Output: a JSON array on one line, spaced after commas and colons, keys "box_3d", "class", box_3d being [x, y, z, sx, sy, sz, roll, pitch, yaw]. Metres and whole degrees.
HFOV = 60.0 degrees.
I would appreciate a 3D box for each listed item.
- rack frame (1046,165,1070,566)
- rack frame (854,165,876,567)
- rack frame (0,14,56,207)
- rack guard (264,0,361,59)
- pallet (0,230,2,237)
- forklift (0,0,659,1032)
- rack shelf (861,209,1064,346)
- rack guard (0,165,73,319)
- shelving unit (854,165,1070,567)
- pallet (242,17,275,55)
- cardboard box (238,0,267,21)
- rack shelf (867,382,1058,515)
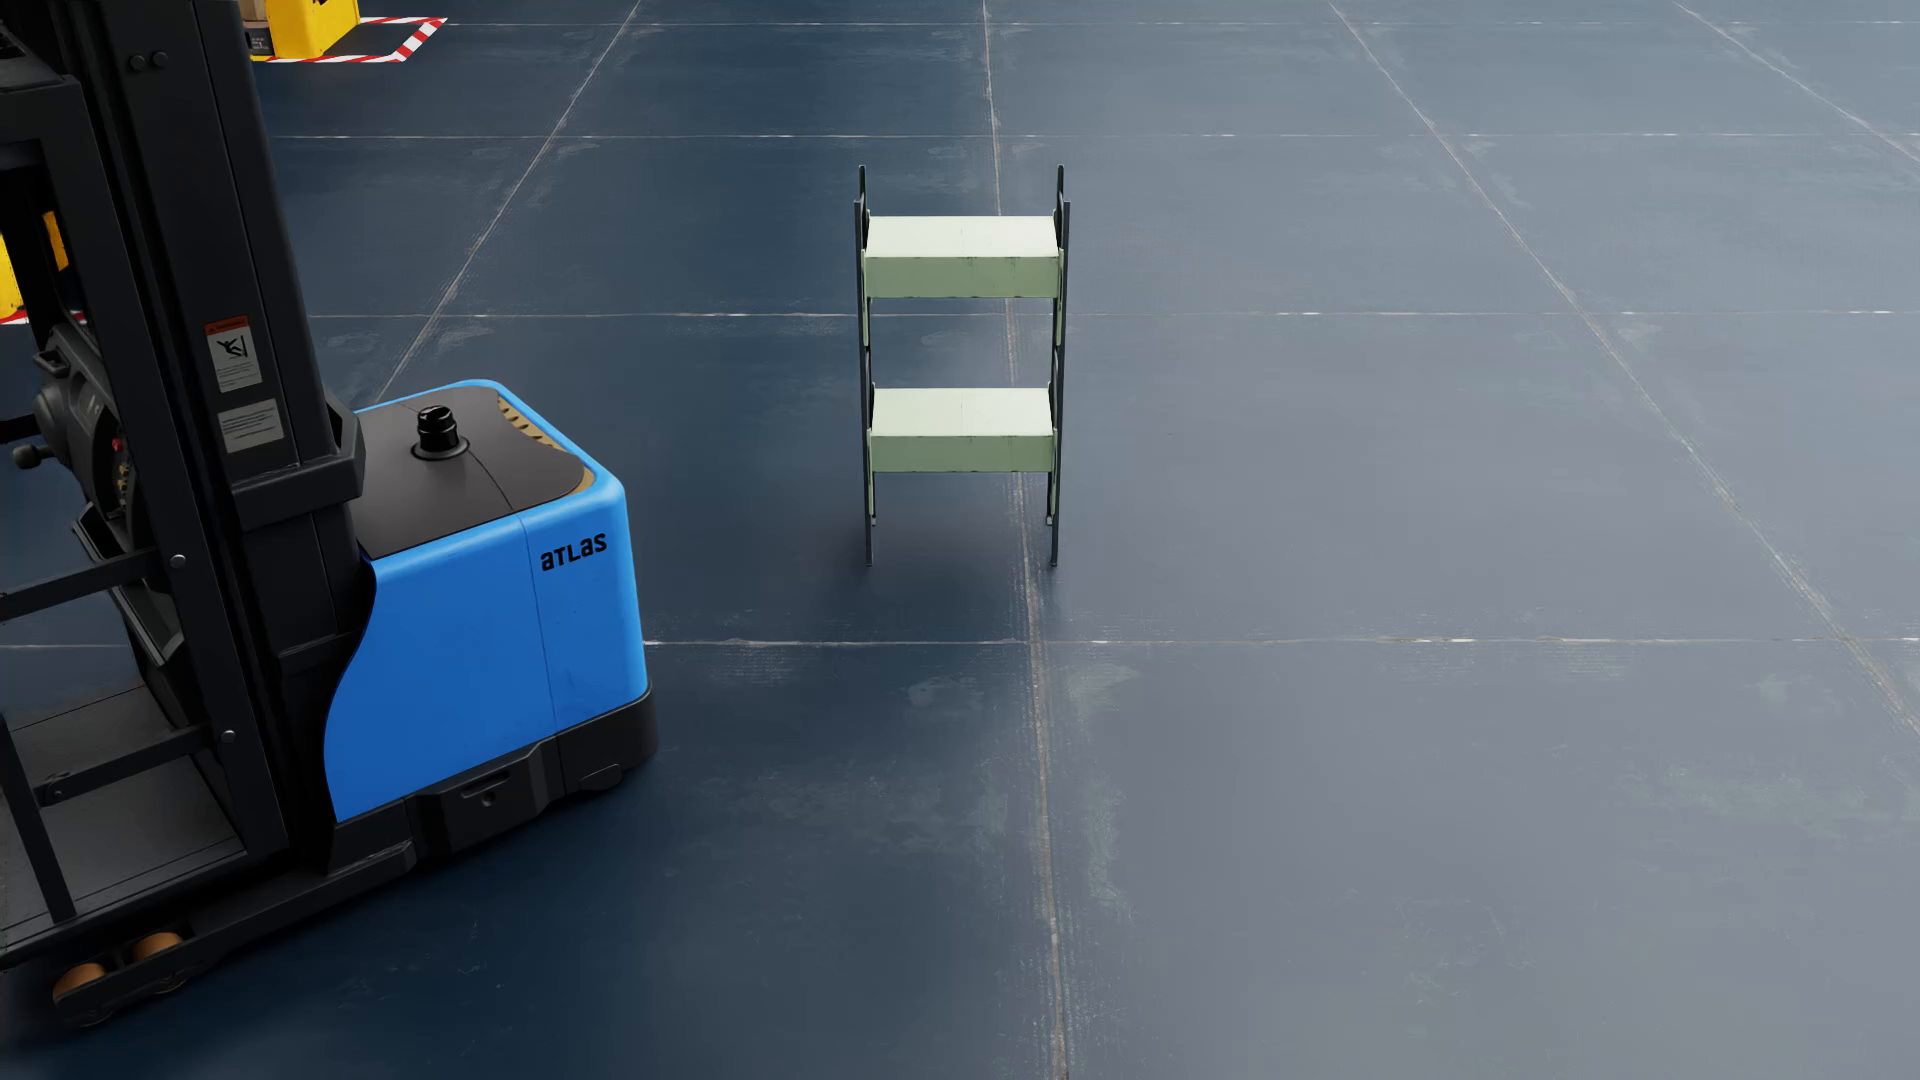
[{"box_3d": [0.373, -0.642, 6.363, 0.023, 1.500, 0.400, 0, 31, 0], "class": "rack frame"}, {"box_3d": [-0.359, -0.640, 6.359, 0.023, 1.500, 0.400, 0, 31, 0], "class": "rack frame"}, {"box_3d": [-5.055, -2.750, 8.391, 0.127, 3.000, 1.000, 0, 31, 0], "class": "rack frame"}, {"box_3d": [-5.161, -4.250, 13.273, 0.348, 0.500, 1.175, 0, 31, 0], "class": "rack guard"}, {"box_3d": [-5.943, -1.533, 9.074, 1.213, 0.211, 1.003, 0, 31, 0], "class": "pallet"}, {"box_3d": [-2.469, -0.234, 4.310, 3.031, 2.935, 1.130, -22, 38, -32], "class": "forklift"}, {"box_3d": [0.007, -0.975, 6.159, 0.720, 0.370, 0.431, 0, 31, 0], "class": "rack shelf"}, {"box_3d": [-5.131, -1.657, 8.999, 0.348, 0.500, 1.175, 0, 31, 0], "class": "rack guard"}, {"box_3d": [0.007, -0.641, 6.361, 0.755, 1.500, 0.431, 0, 31, 0], "class": "shelving unit"}, {"box_3d": [-5.974, -4.143, 13.374, 1.213, 0.211, 1.003, 0, 31, 0], "class": "pallet"}, {"box_3d": [-5.710, -4.437, 13.176, 0.500, 0.500, 0.500, 5, 32, 9], "class": "cardboard box"}, {"box_3d": [0.007, -0.363, 6.530, 0.720, 0.370, 0.431, 0, 31, 0], "class": "rack shelf"}]
